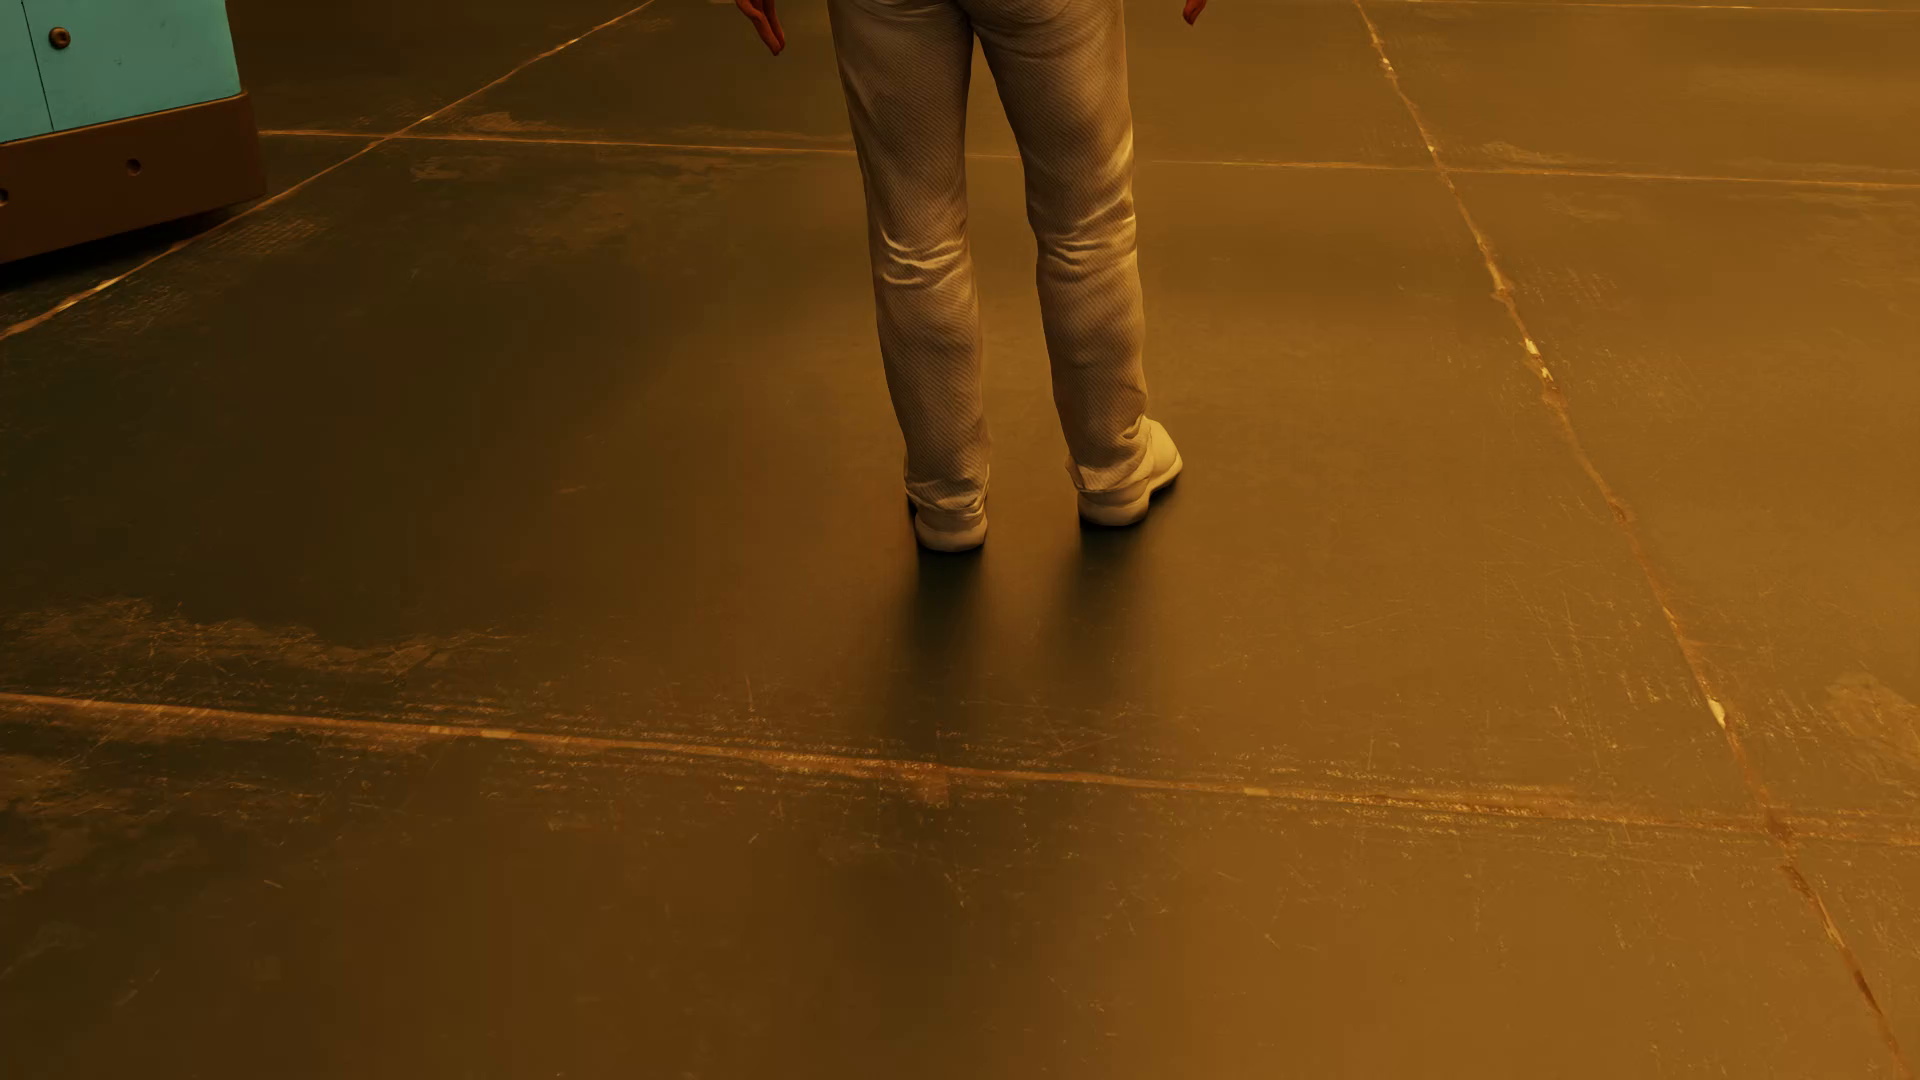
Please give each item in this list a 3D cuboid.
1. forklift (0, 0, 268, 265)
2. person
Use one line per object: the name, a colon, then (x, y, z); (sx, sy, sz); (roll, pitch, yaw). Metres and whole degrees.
forklift: (-3.191, -2.261, 3.750); (3.031, 2.935, 1.130); (16, 31, 29)
person: (0.015, -0.827, 2.163); (0.666, 1.765, 0.577); (3, 27, 7)
